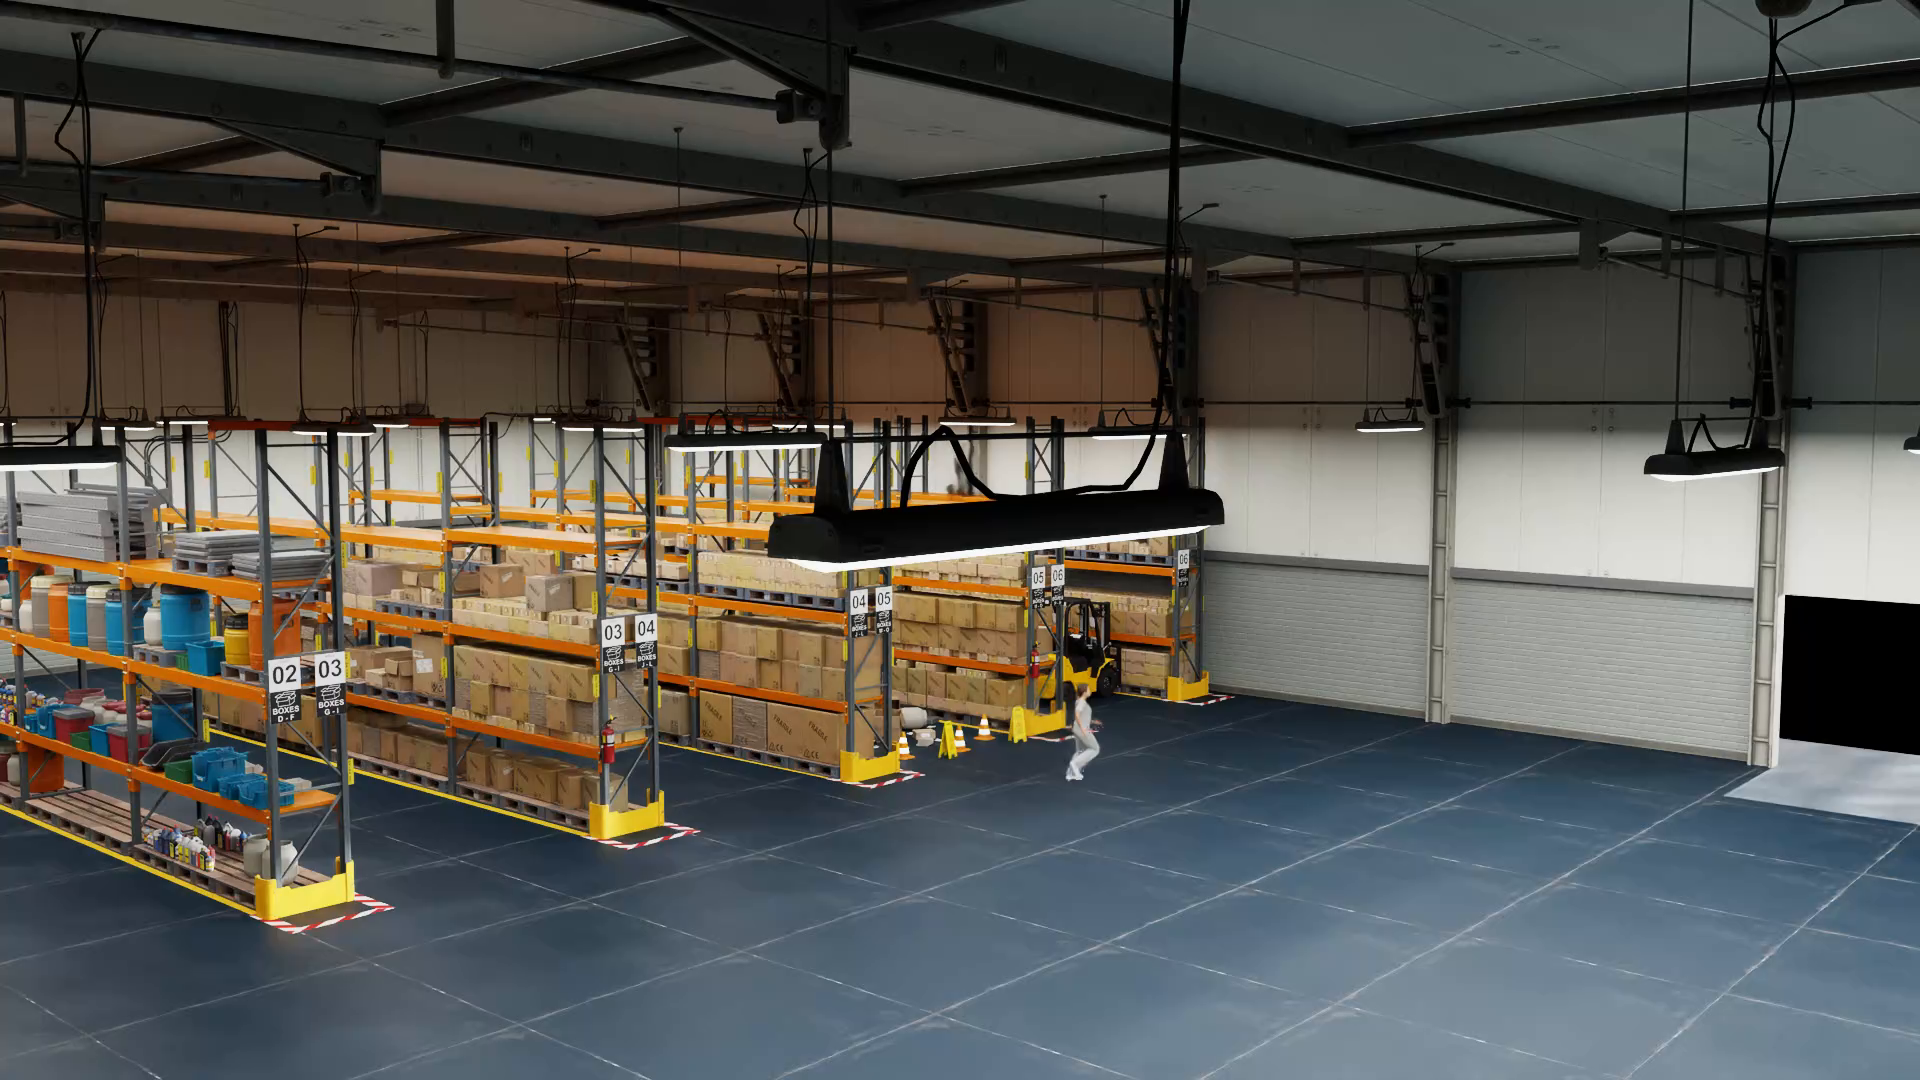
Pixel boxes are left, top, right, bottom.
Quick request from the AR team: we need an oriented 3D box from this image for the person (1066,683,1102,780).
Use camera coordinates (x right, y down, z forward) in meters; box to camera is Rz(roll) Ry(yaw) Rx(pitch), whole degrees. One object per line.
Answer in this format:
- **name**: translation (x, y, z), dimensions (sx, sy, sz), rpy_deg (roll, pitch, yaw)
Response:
- **person**: translation (2.086, 3.202, 27.811), dimensions (0.631, 1.617, 0.550), rpy_deg (-1, 5, -9)

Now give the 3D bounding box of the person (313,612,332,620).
- **person**: translation (-14.788, 2.282, 38.475), dimensions (0.752, 1.753, 0.974), rpy_deg (3, 6, 31)
